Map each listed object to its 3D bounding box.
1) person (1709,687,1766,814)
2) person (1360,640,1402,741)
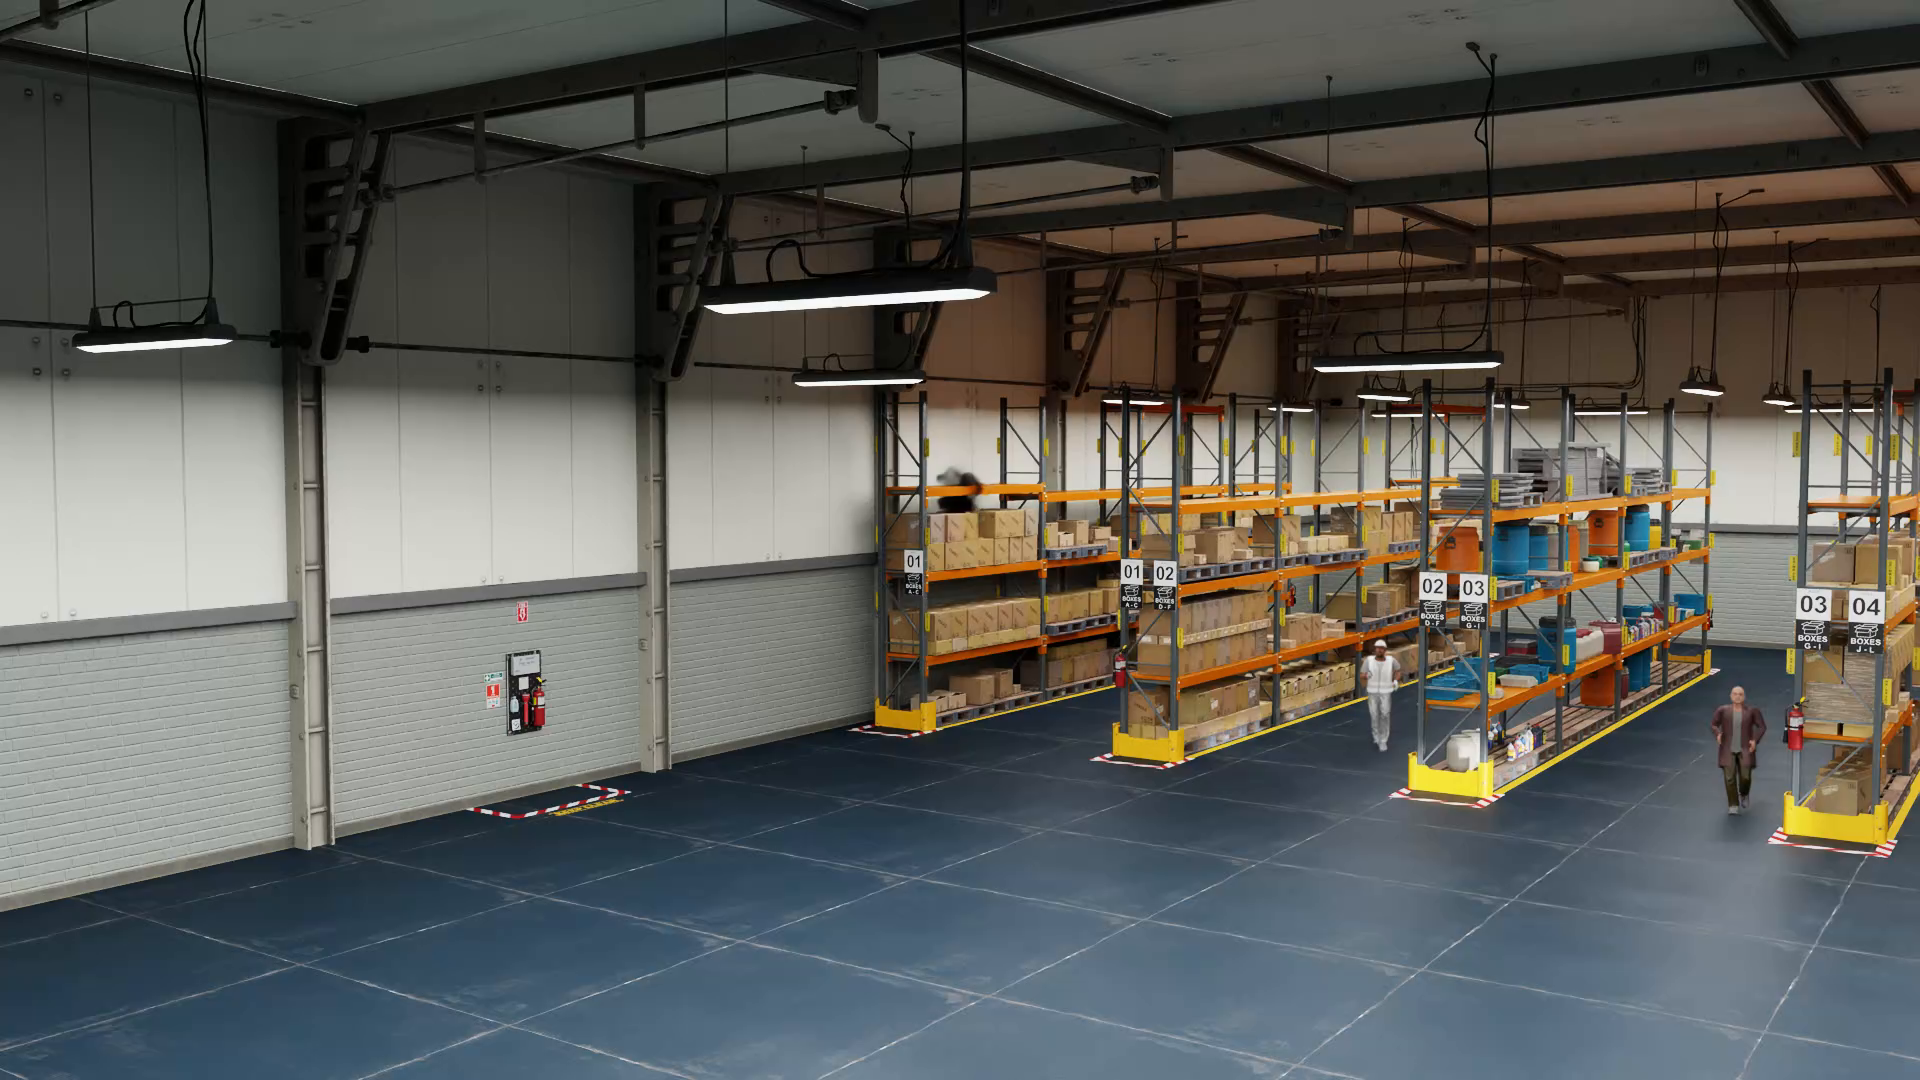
[{"bbox_3d":[10.614,2.871,22.726,0.705,1.727,0.661,2,4,28],"label":"person"},{"bbox_3d":[6.966,2.490,27.600,0.654,1.664,0.717,1,3,20],"label":"person"}]
